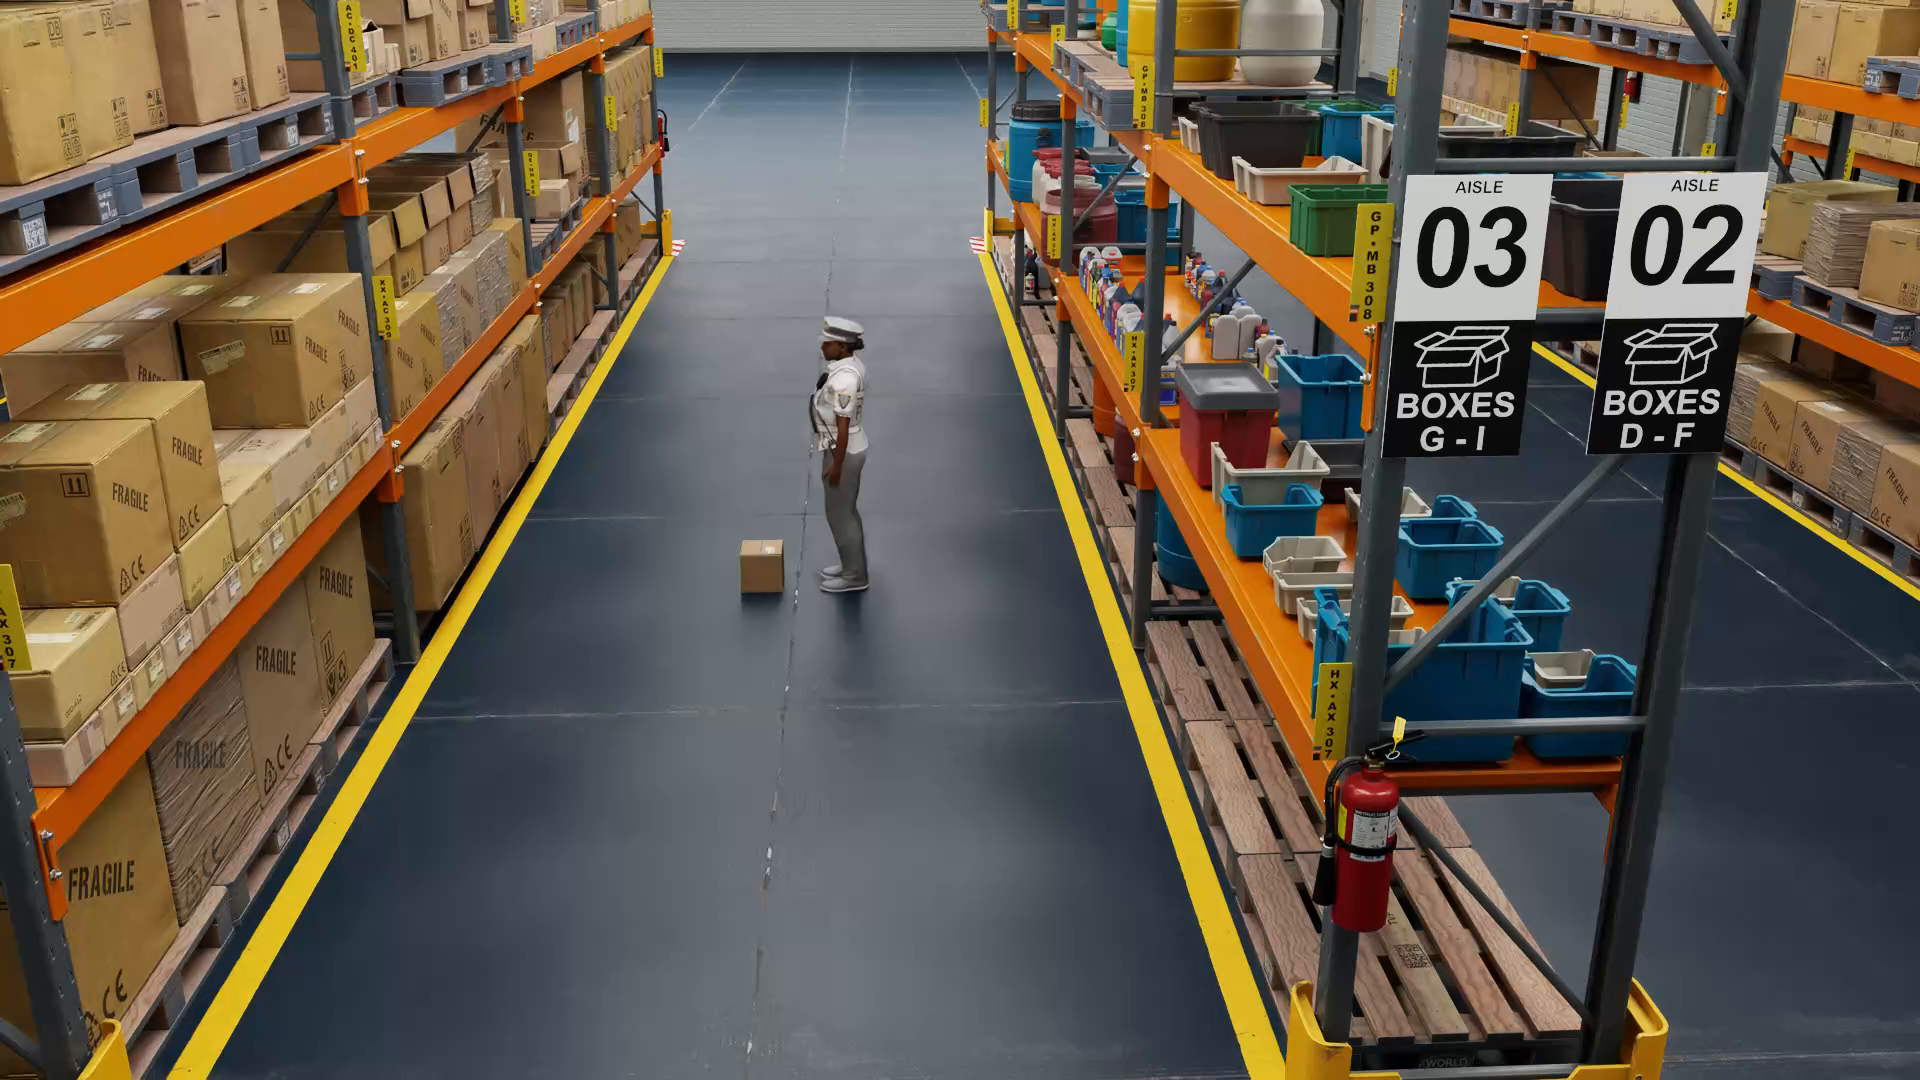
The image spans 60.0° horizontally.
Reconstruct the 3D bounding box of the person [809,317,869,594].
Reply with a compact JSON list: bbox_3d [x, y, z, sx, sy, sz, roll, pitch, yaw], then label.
[{"bbox_3d":[-0.714,-0.506,9.918,0.340,1.679,0.436,-1,21,-2],"label":"person"}]
